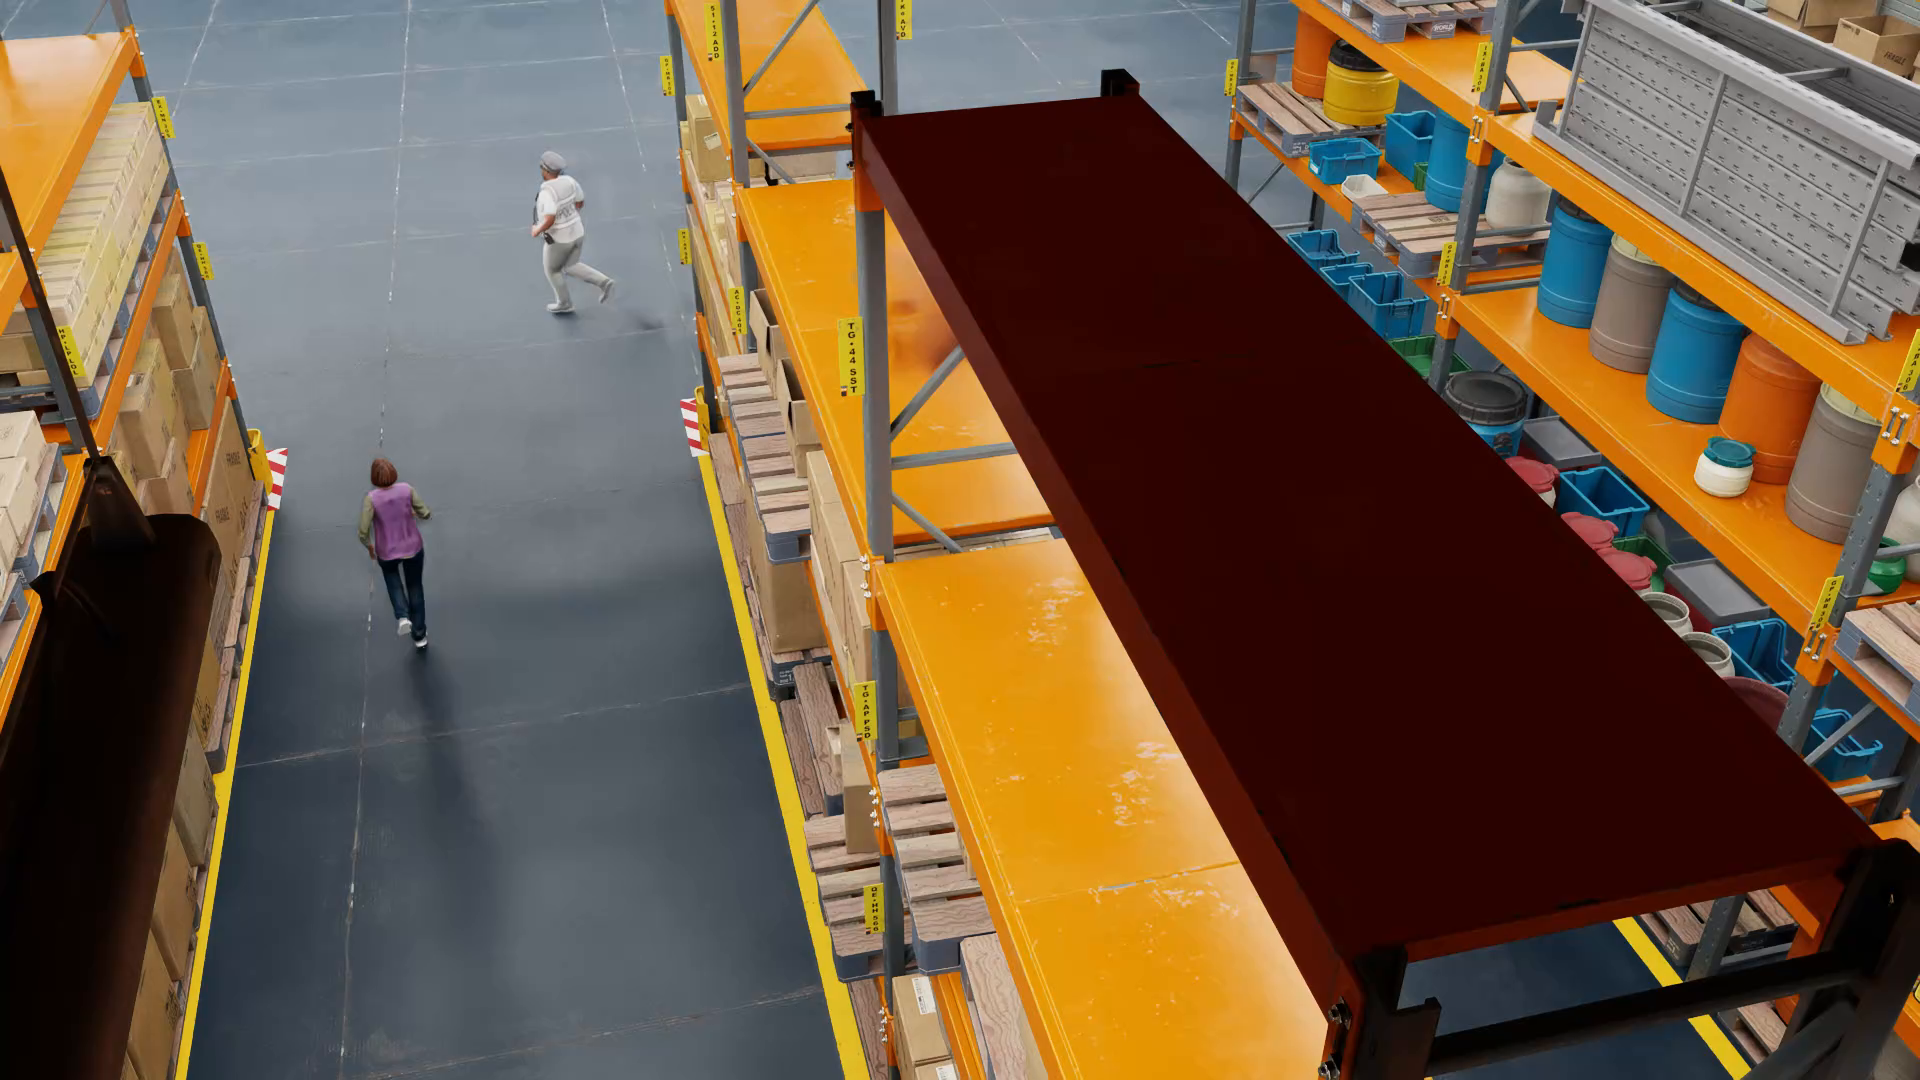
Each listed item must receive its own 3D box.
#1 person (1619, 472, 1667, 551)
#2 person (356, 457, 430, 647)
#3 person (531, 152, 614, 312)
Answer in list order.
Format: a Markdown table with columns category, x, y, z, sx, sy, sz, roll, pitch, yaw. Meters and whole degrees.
| category | x | y | z | sx | sy | sz | roll | pitch | yaw |
| --- | --- | --- | --- | --- | --- | --- | --- | --- | --- |
| person | 5.478 | -0.486 | 13.294 | 0.581 | 1.659 | 0.876 | -11 | 36 | -16 |
| person | -4.255 | 0.053 | 12.613 | 0.541 | 1.568 | 0.604 | -13 | 37 | -19 |
| person | -4.049 | -3.116 | 17.114 | 0.760 | 1.776 | 0.667 | 14 | 37 | 19 |
